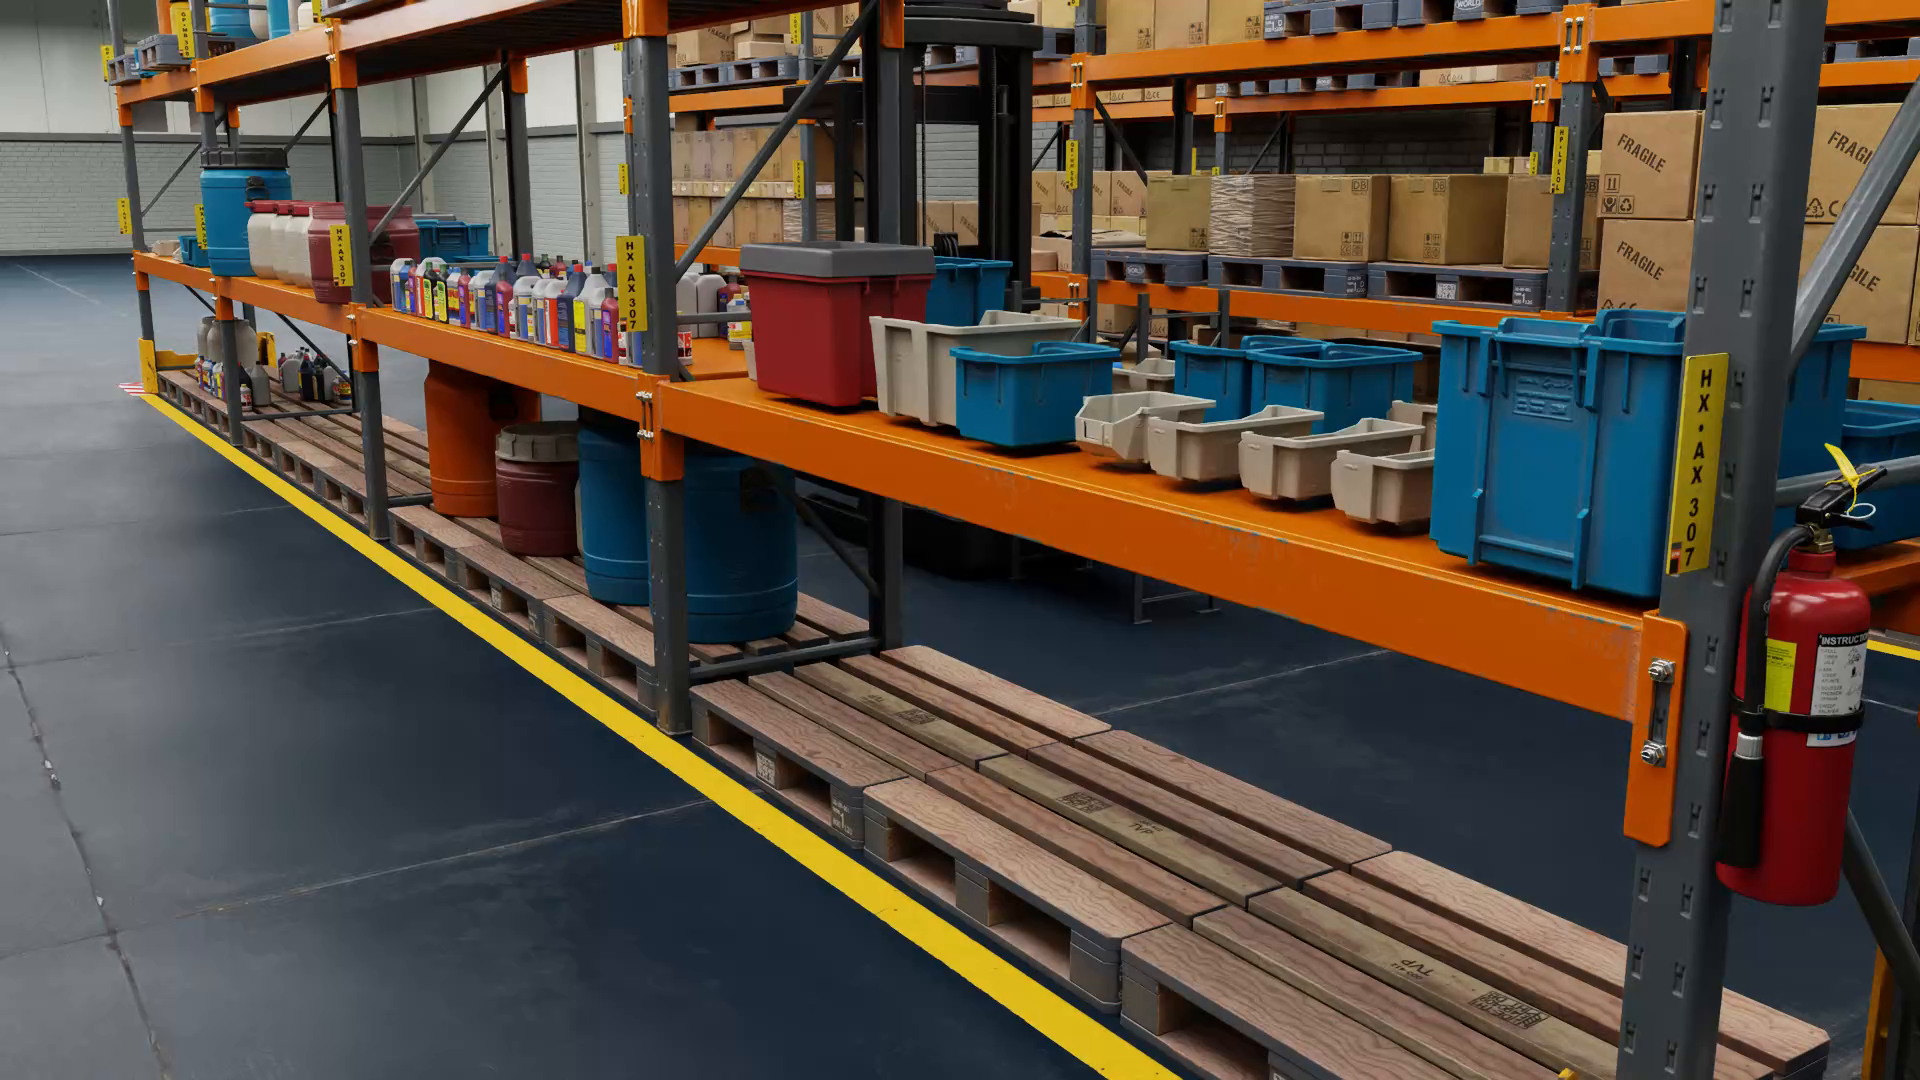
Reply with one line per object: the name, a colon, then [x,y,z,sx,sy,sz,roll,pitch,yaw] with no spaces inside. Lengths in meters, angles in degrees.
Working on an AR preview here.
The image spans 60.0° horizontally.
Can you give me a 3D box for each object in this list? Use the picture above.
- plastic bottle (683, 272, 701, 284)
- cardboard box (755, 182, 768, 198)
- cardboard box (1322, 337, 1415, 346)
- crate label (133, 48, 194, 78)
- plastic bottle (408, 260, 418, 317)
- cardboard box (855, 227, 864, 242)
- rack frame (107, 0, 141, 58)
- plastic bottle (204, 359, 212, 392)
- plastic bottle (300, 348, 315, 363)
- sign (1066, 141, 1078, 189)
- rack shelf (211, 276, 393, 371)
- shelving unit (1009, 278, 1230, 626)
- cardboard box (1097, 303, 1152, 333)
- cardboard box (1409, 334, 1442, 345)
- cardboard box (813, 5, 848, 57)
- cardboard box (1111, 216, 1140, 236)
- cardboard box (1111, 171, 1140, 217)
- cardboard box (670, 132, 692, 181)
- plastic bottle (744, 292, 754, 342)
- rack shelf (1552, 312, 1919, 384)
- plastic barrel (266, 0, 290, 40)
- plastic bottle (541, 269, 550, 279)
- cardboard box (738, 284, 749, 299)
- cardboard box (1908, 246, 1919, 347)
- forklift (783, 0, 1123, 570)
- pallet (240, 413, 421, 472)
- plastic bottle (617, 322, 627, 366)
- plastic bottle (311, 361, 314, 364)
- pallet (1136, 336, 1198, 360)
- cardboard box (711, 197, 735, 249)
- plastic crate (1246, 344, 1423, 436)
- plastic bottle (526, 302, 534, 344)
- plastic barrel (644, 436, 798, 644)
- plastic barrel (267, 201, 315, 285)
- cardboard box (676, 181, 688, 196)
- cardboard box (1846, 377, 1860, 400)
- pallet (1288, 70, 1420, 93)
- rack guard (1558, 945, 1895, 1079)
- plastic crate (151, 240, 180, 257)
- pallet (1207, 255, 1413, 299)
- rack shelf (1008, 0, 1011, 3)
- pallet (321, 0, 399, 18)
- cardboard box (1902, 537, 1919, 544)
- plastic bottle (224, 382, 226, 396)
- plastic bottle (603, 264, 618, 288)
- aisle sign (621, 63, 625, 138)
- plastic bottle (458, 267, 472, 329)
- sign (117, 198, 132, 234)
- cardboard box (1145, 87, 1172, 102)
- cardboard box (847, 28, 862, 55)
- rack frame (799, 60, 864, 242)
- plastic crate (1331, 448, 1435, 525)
plastic bottle: [-1.252,-1.084,7.590,0.152,0.276,0.135,-8,15,-33]
cardboard box: [-1.736,-3.346,15.888,0.380,0.149,0.250,-8,15,-33]
cardboard box: [2.557,-1.139,10.616,0.500,0.250,0.500,-8,15,-34]
crate label: [-6.558,-3.967,13.806,0.502,0.251,0.408,-8,15,-33]
plastic bottle: [-2.773,-1.287,8.499,0.061,0.283,0.133,-8,15,-33]
cardboard box: [-0.669,-2.664,14.876,0.500,0.250,0.500,-7,14,-29]
rack frame: [-7.320,-5.877,15.170,1.000,3.000,0.127,-8,15,-33]
plastic bottle: [-6.330,-1.390,14.053,0.097,0.271,0.097,0,12,0]
plastic bottle: [-5.546,-1.457,14.175,0.144,0.351,0.185,-8,15,-33]
sign: [0.778,-2.608,11.556,0.100,0.325,0.005,-8,15,-33]
rack shelf: [-3.996,-1.527,11.009,1.077,0.370,4.000,-8,15,-33]
shelving unit: [0.735,-0.466,7.980,0.538,1.500,1.048,-7,14,-30]
cardboard box: [1.916,-2.741,19.695,0.700,0.500,0.500,-9,15,-36]
cardboard box: [4.729,-1.917,15.927,0.700,0.500,0.500,-8,15,-33]
cardboard box: [-1.038,-4.729,15.398,0.500,0.500,0.500,-7,14,-28]
cardboard box: [2.068,-3.569,18.966,0.500,0.250,0.500,-8,15,-33]
cardboard box: [2.073,-3.936,18.890,0.500,0.500,0.500,-9,15,-34]
cardboard box: [-2.621,-4.027,17.486,0.700,0.500,0.500,-9,15,-34]
plastic bottle: [-0.814,-0.944,6.946,0.152,0.276,0.135,-8,15,-33]
rack shelf: [4.562,-0.690,7.180,1.077,0.370,4.000,-8,15,-33]
plastic barrel: [-4.641,-3.880,11.888,0.600,0.901,0.708,-8,15,-33]
plastic bottle: [-2.260,-1.382,9.125,0.097,0.201,0.097,0,12,0]
cardboard box: [-1.965,-2.284,16.481,0.500,0.500,0.500,-8,15,-33]
cardboard box: [4.354,-1.053,6.922,0.500,0.500,0.500,-8,15,-34]
forklift: [-0.323,-1.546,9.571,1.130,2.935,3.031,-7,14,-30]
pallet: [-4.636,-0.737,12.239,1.003,0.211,1.213,-8,15,-33]
plastic bottle: [-1.246,-0.764,6.298,0.097,0.201,0.097,0,12,0]
plastic bottle: [-5.423,-1.365,13.937,0.097,0.271,0.097,0,12,0]
pallet: [2.742,-2.160,18.745,1.003,0.211,1.213,-8,15,-33]
cardboard box: [-2.086,-3.221,16.835,0.700,0.500,0.500,-8,14,-31]
plastic crate: [0.952,-0.365,4.260,0.416,0.233,0.300,-8,15,-33]
plastic bottle: [-1.802,-0.942,7.115,0.097,0.201,0.097,0,12,0]
plastic barrel: [-0.959,-0.091,6.683,0.600,0.901,0.708,-8,15,-33]
plastic barrel: [-4.350,-1.974,11.050,0.433,0.535,0.433,0,12,0]
cardboard box: [-2.733,-3.666,17.350,0.380,0.149,0.250,-8,15,-34]
cardboard box: [6.613,-1.397,12.779,0.750,0.750,0.750,-8,14,-31]
pallet: [3.974,-4.474,16.219,1.213,0.211,1.003,-8,15,-33]
rack guard: [1.569,1.124,3.054,1.175,0.500,0.348,-8,15,-33]
plastic crate: [-7.092,-2.620,14.938,0.298,0.136,0.250,-8,15,-33]
pallet: [2.319,-1.670,10.425,1.003,0.211,1.213,-8,15,-33]
rack shelf: [2.035,-6.340,18.983,1.077,0.370,4.000,-8,15,-33]
pallet: [-2.545,-2.749,8.330,1.003,0.211,1.213,-8,15,-33]
cardboard box: [4.499,-0.059,7.425,0.797,0.503,0.637,-8,15,-33]
plastic bottle: [-5.807,-1.270,13.318,0.144,0.351,0.185,-9,15,-36]
plastic bottle: [-1.436,-0.962,6.856,0.144,0.351,0.185,-8,15,-33]
aisle sign: [-3.486,-4.777,18.099,0.394,0.787,0.004,-8,15,-33]
plastic bottle: [-2.315,-1.140,7.826,0.061,0.283,0.133,-8,15,-33]
sign: [-7.780,-3.017,15.488,0.100,0.325,0.005,-8,15,-33]
cardboard box: [2.388,-5.083,18.282,0.500,0.500,0.500,-10,16,-37]
cardboard box: [-0.645,-4.307,14.381,0.500,0.250,0.500,-6,14,-27]
rack frame: [-0.978,-2.820,15.236,1.000,3.000,0.127,-8,15,-33]
plastic crate: [0.942,-0.124,3.386,0.396,0.136,0.243,-8,15,-33]
